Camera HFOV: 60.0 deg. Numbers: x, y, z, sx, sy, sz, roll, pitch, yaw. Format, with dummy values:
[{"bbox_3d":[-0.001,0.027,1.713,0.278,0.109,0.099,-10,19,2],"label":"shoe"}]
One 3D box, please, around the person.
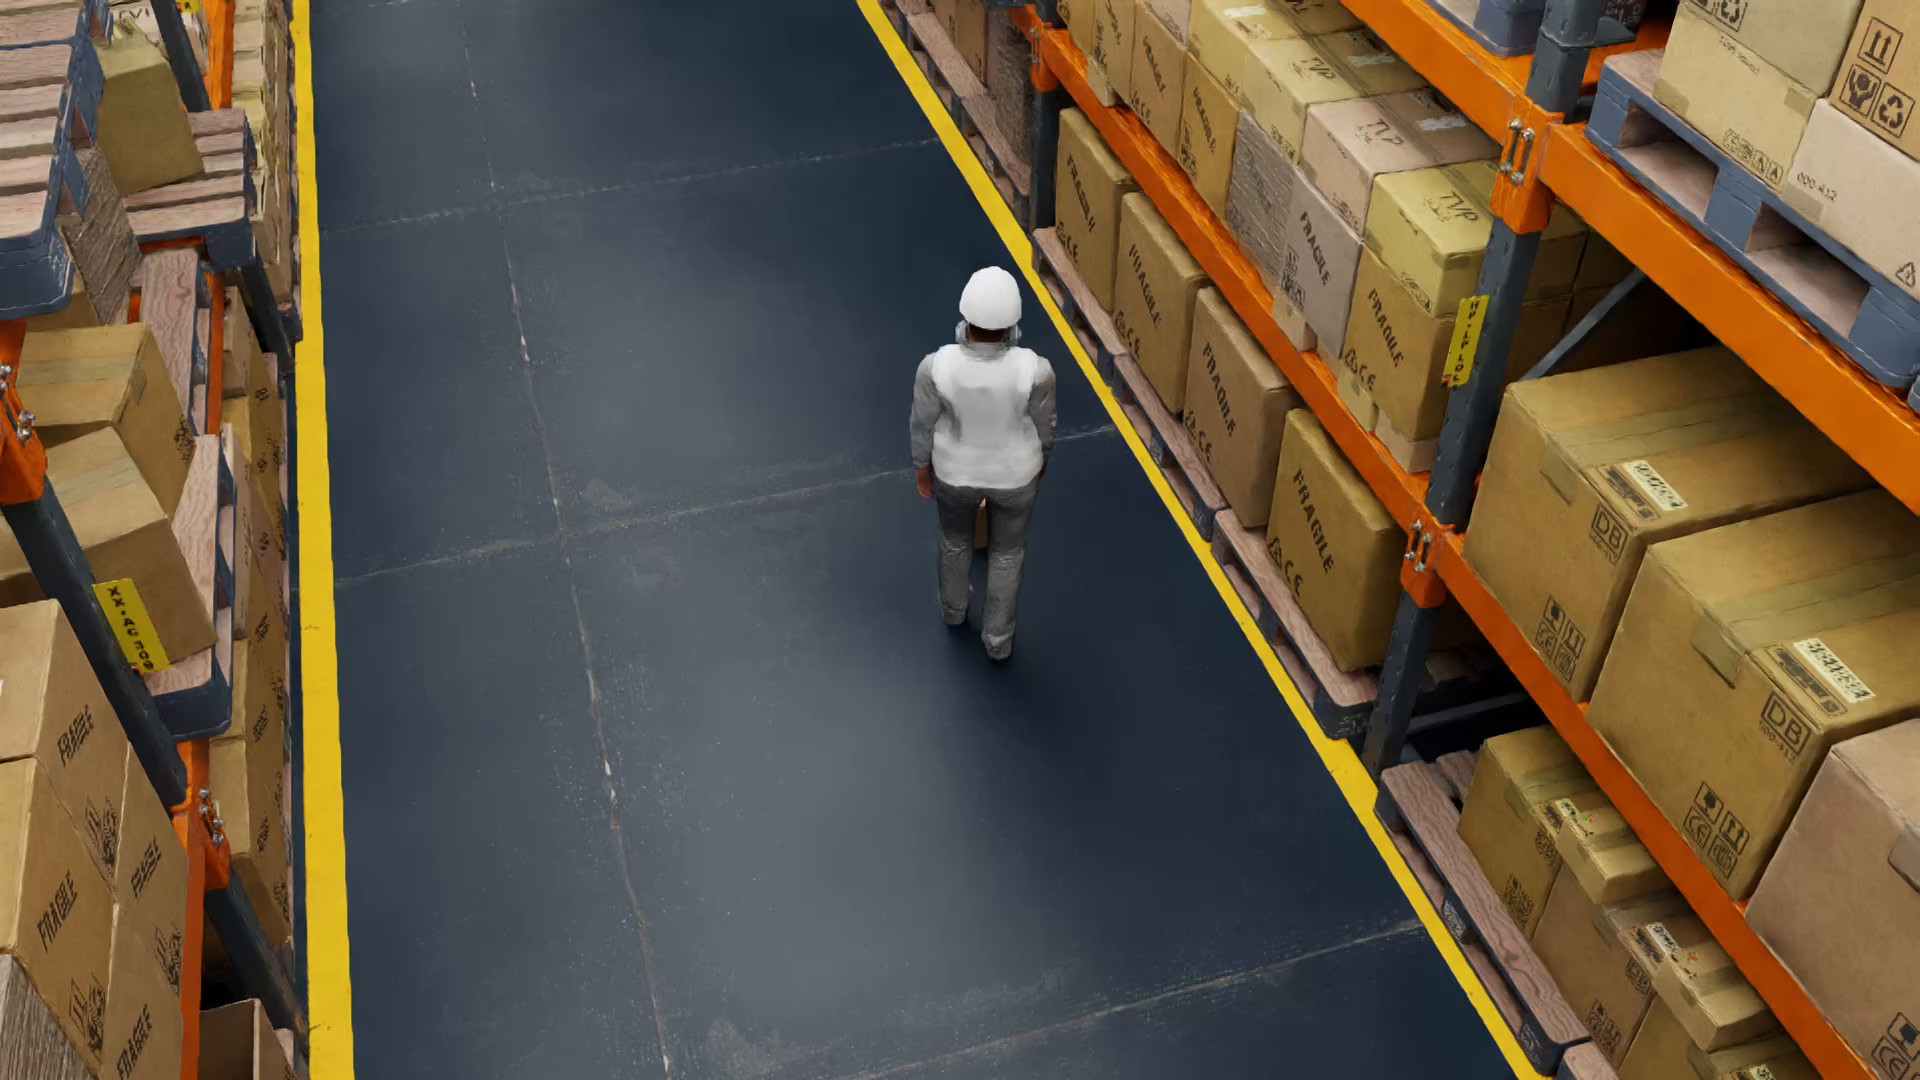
[{"bbox_3d":[0.094,-0.307,6.469,0.557,1.775,0.530,3,42,4],"label":"person"}]
